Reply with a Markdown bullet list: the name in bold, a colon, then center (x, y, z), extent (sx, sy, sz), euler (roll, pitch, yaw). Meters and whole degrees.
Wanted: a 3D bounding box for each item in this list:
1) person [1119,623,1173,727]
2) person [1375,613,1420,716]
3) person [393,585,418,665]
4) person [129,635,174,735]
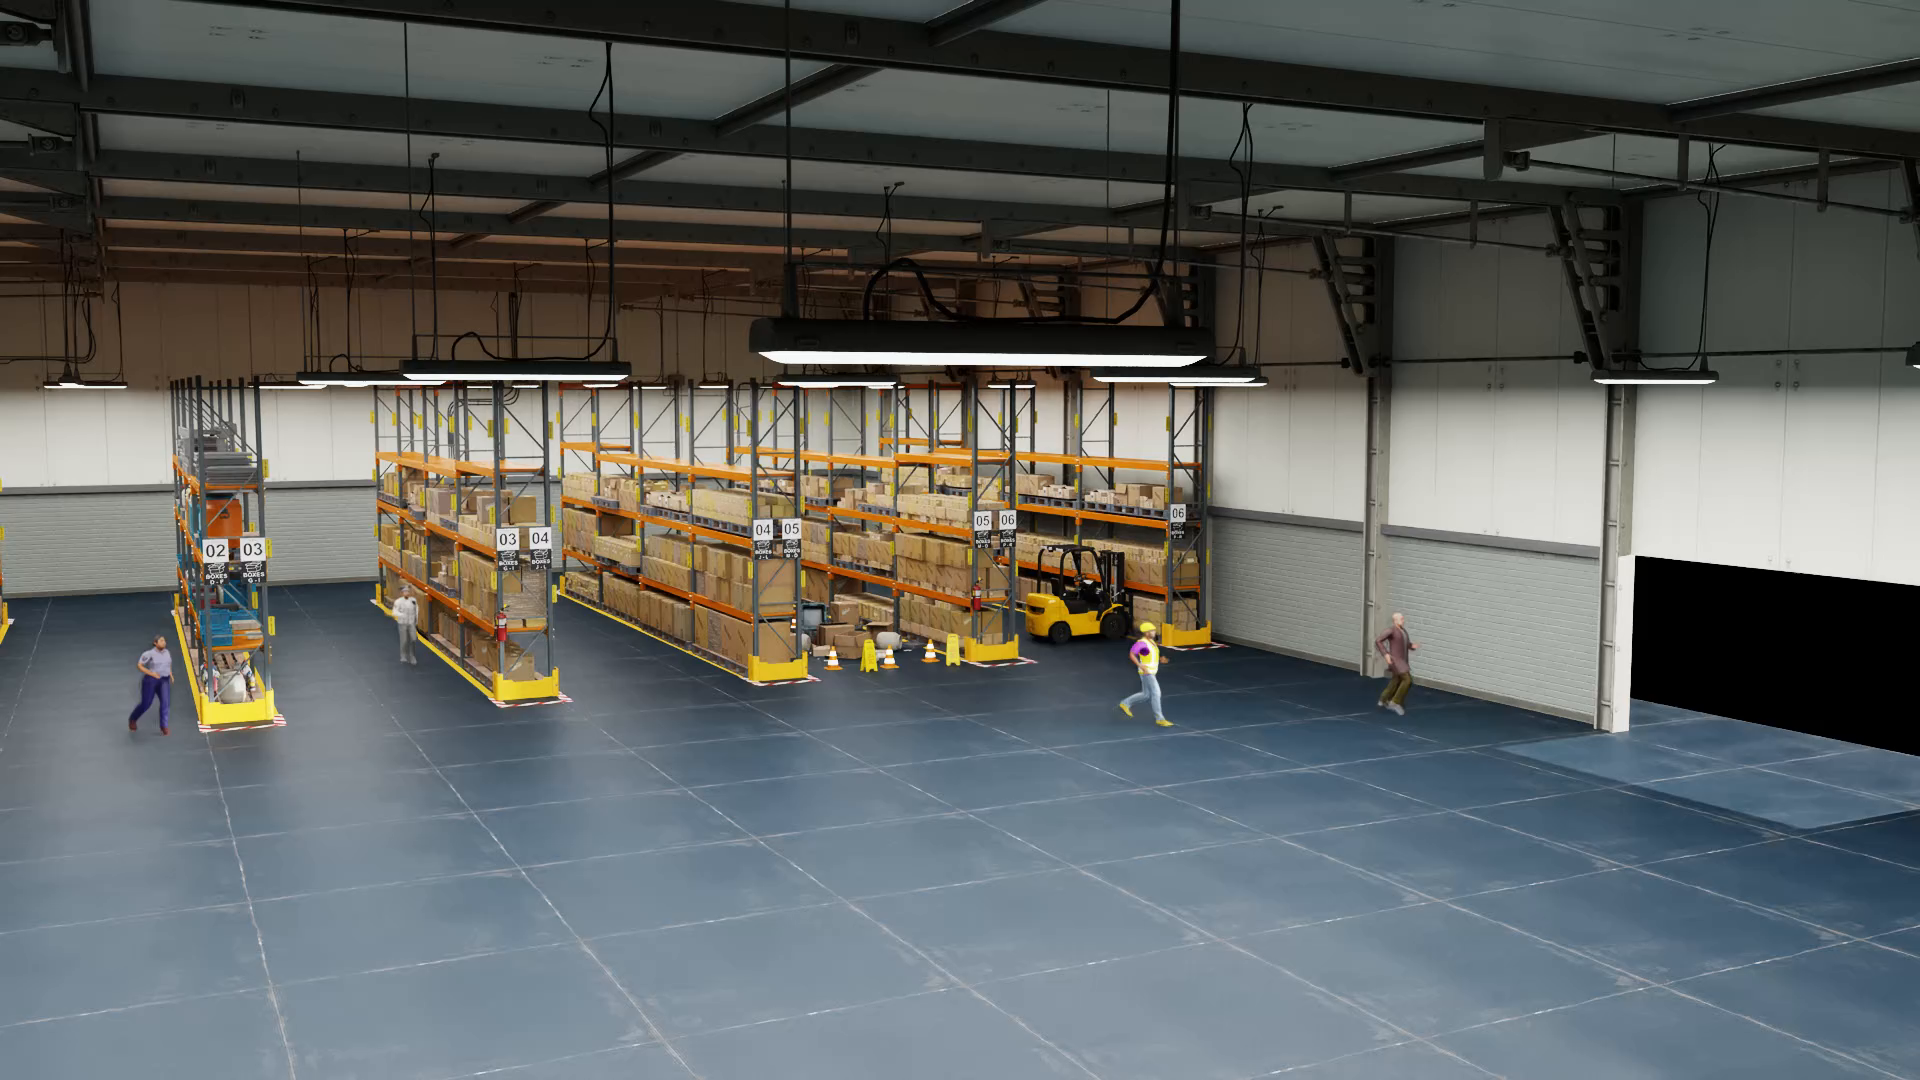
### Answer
- **person**: center (3.207, 2.301, 28.602), extent (0.968, 1.770, 0.700), euler (2, 5, 18)
- **person**: center (7.808, 2.211, 29.619), extent (0.798, 1.821, 0.671), euler (4, 7, 39)
- **person**: center (-11.629, 1.789, 34.946), extent (0.562, 1.727, 0.737), euler (-3, 6, -27)
- **person**: center (-13.505, 2.421, 27.996), extent (0.925, 1.631, 0.691), euler (3, 6, 33)
